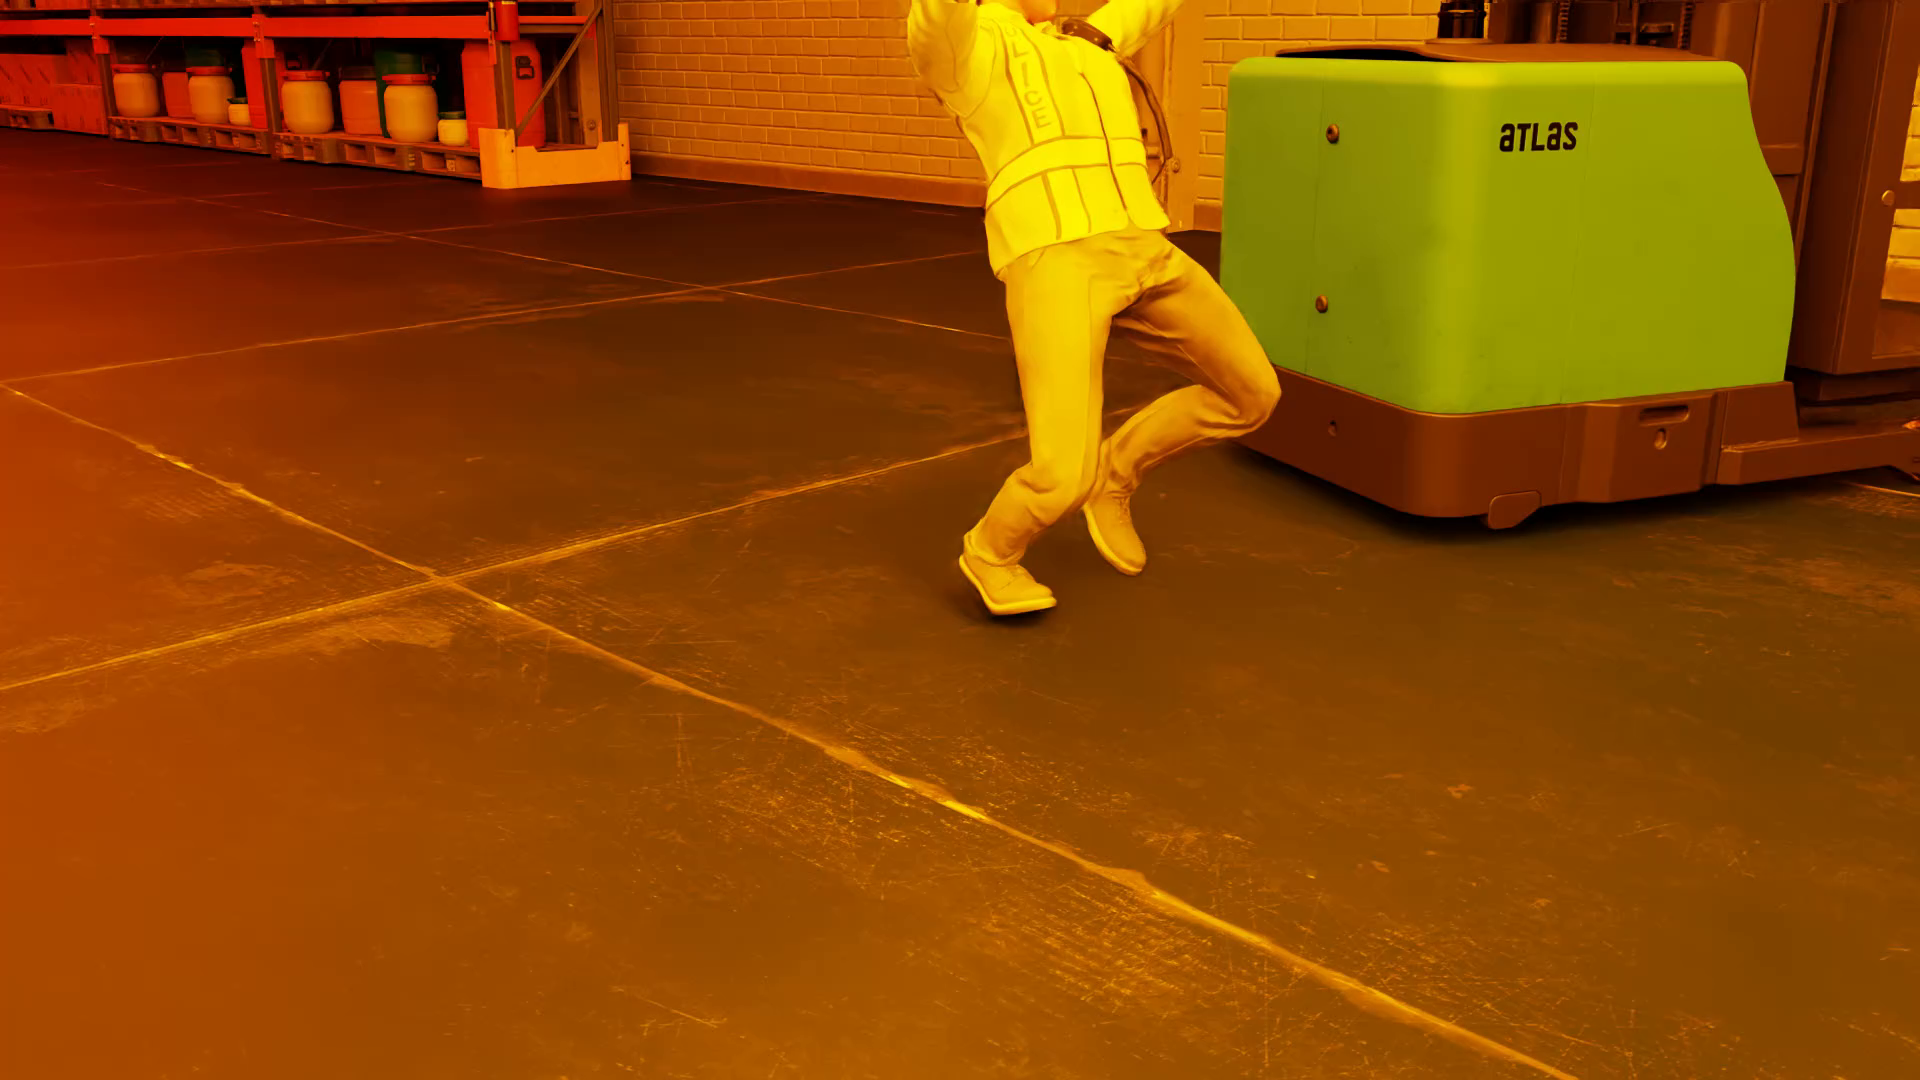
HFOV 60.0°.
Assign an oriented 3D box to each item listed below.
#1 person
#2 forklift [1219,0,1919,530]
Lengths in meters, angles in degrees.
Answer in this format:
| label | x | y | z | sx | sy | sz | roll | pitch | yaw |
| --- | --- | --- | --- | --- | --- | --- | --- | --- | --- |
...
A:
| label | x | y | z | sx | sy | sz | roll | pitch | yaw |
| --- | --- | --- | --- | --- | --- | --- | --- | --- | --- |
| person | 0.150 | -0.624 | 3.251 | 0.907 | 1.553 | 0.724 | -16 | 24 | -42 |
| forklift | 2.260 | -1.683 | 4.380 | 3.031 | 2.935 | 1.130 | -7 | 18 | -21 |
